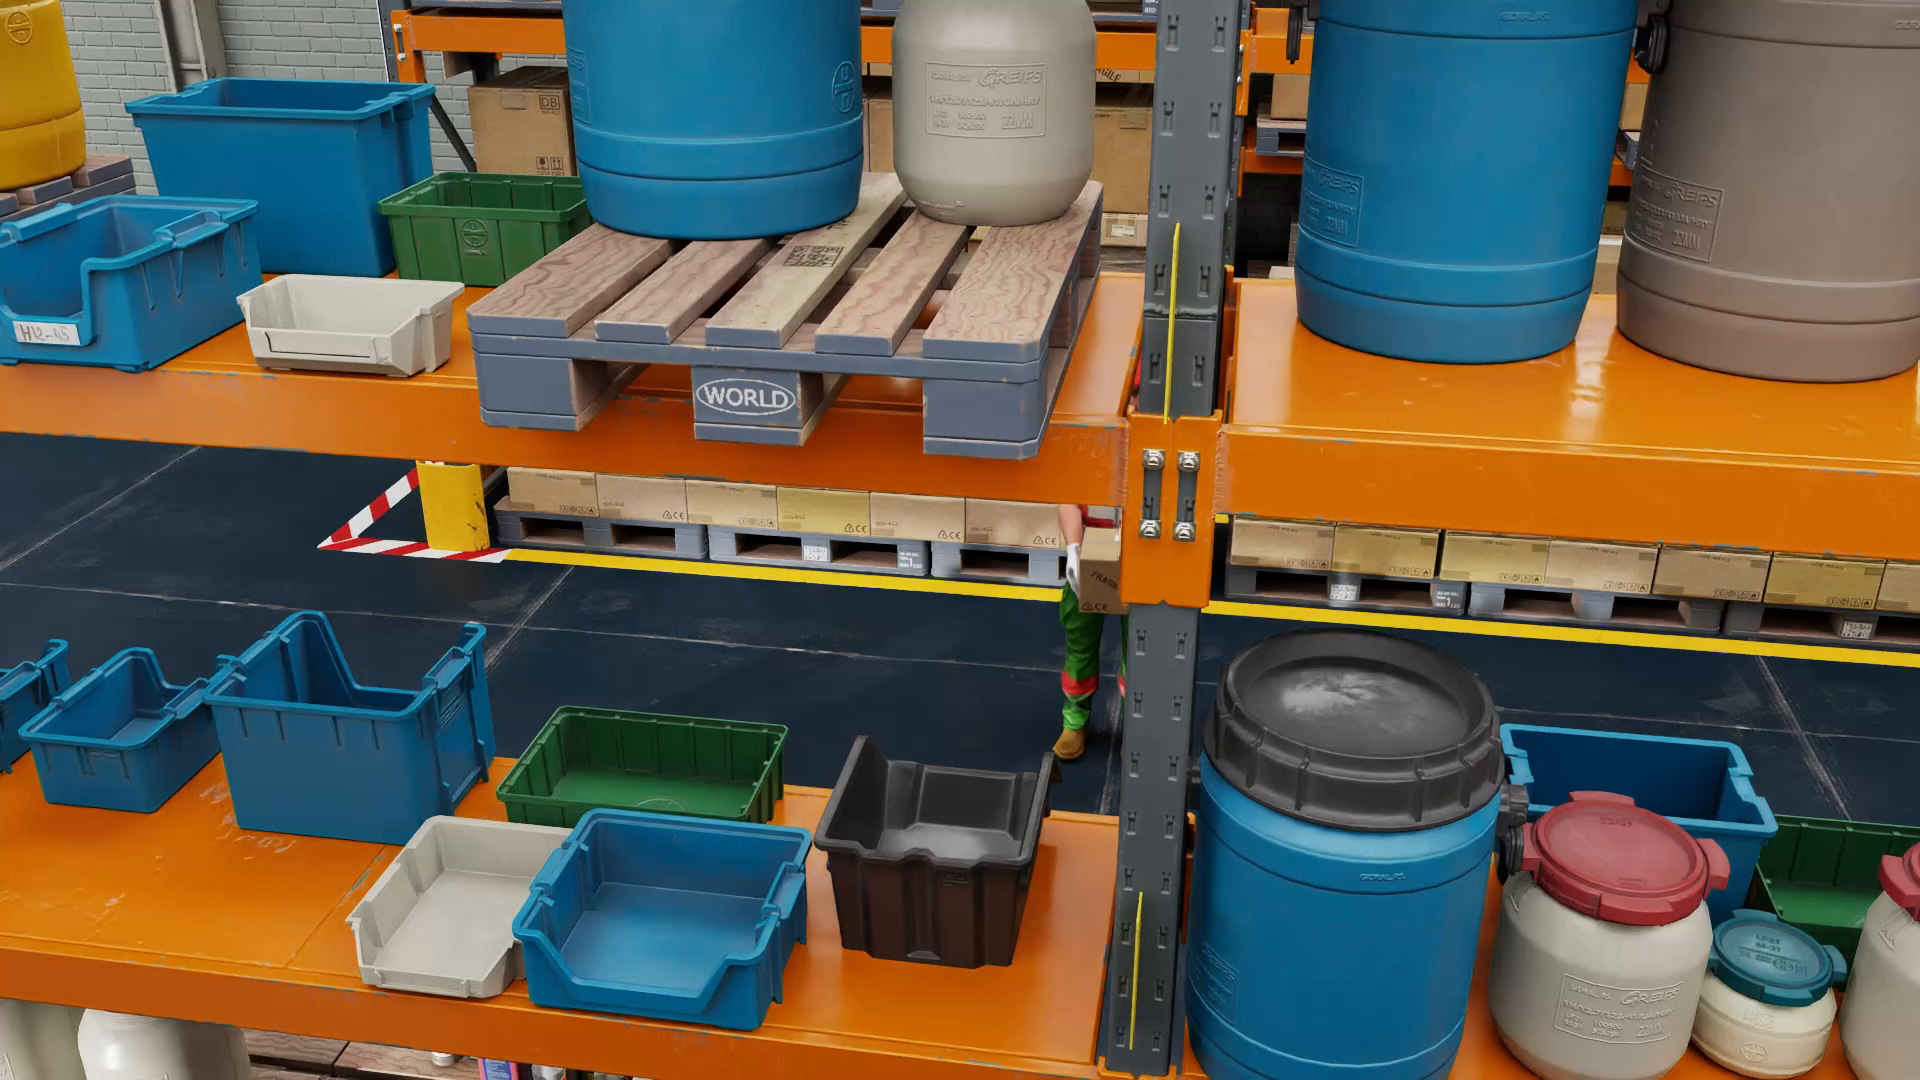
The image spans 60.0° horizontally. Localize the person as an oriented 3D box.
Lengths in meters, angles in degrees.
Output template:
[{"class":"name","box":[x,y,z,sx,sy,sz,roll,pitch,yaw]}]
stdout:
[{"class":"person","box":[0.646,0.110,6.831,0.526,1.794,0.519,4,25,8]}]
